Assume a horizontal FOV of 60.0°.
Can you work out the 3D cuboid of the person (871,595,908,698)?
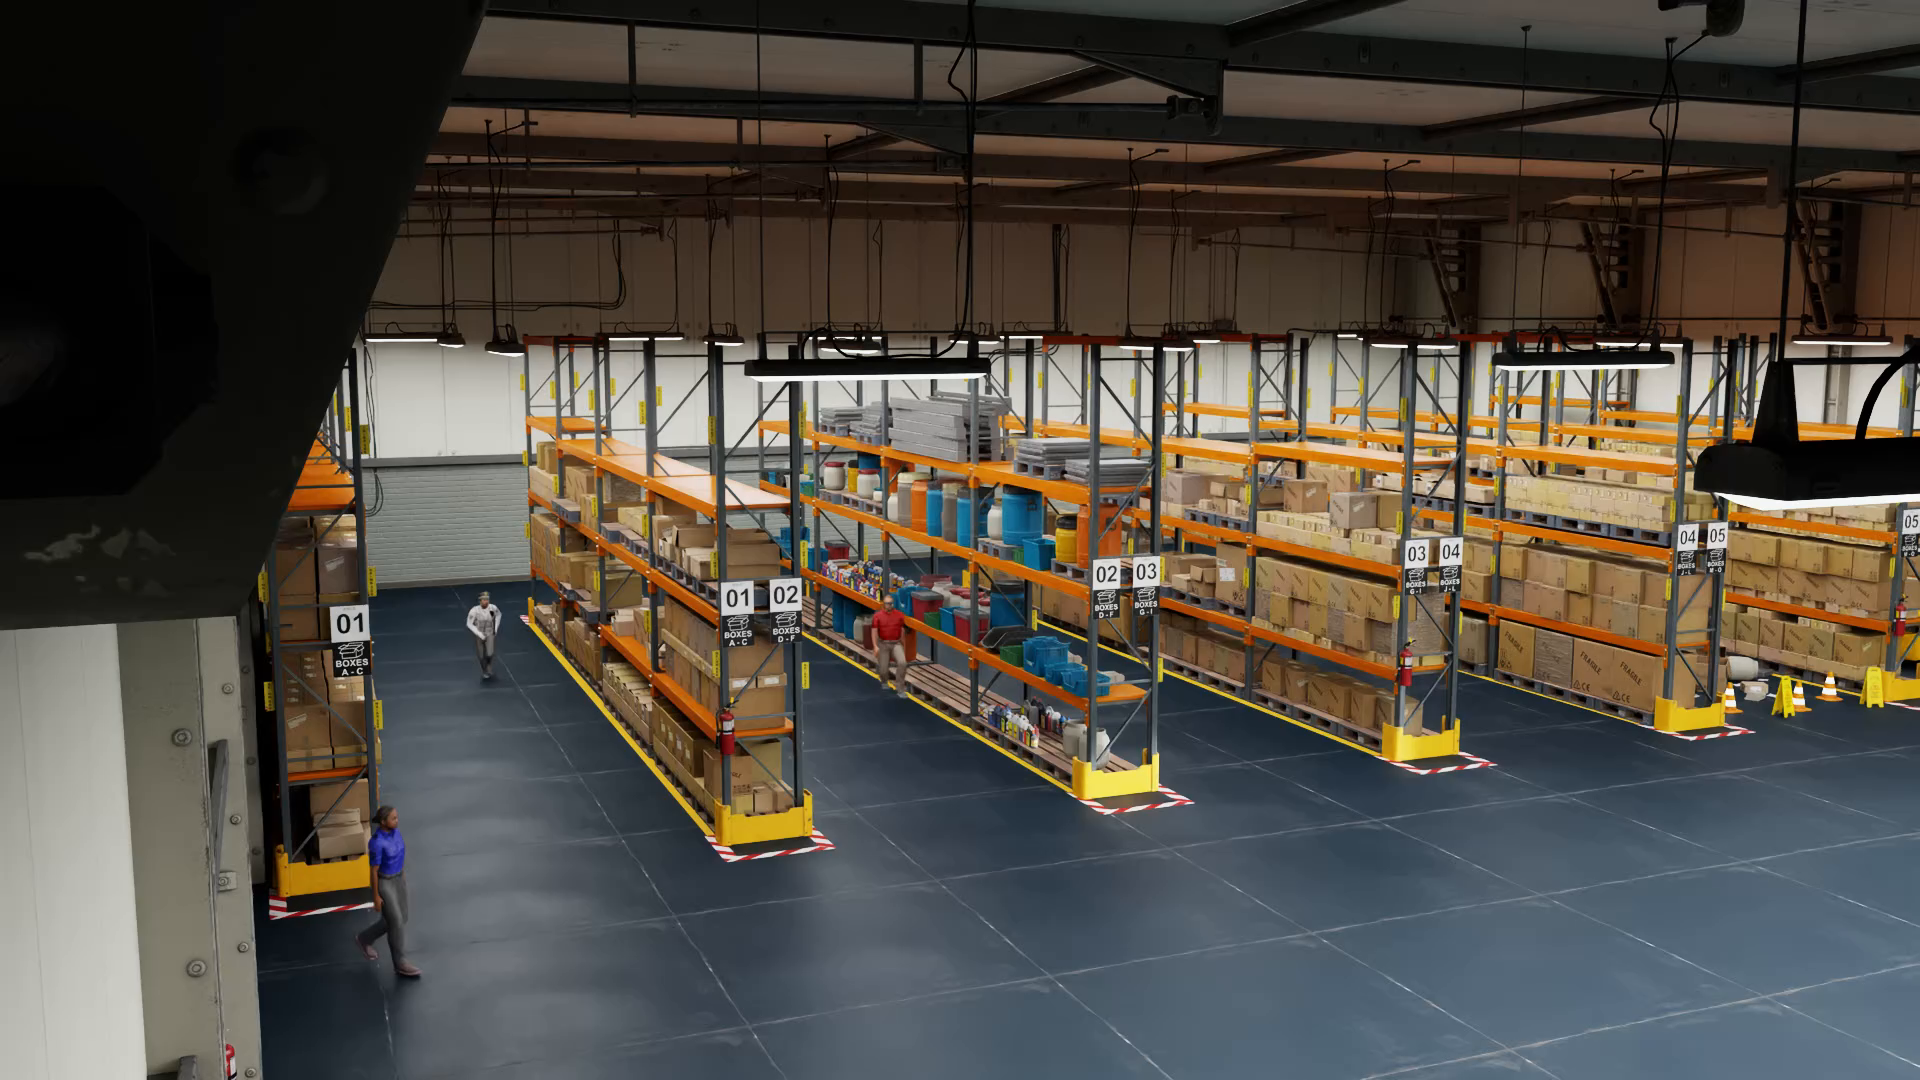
[{"bbox_3d":[-1.144,1.693,26.896,0.576,1.591,1.015,-1,8,-6],"label":"person"}]

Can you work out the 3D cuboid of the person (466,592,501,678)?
[{"bbox_3d":[-8.354,1.663,29.227,0.582,1.602,0.703,-2,8,-13],"label":"person"}]

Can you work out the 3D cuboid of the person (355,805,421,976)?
[{"bbox_3d":[-5.576,3.368,16.188,0.771,1.635,0.512,2,8,12],"label":"person"}]
